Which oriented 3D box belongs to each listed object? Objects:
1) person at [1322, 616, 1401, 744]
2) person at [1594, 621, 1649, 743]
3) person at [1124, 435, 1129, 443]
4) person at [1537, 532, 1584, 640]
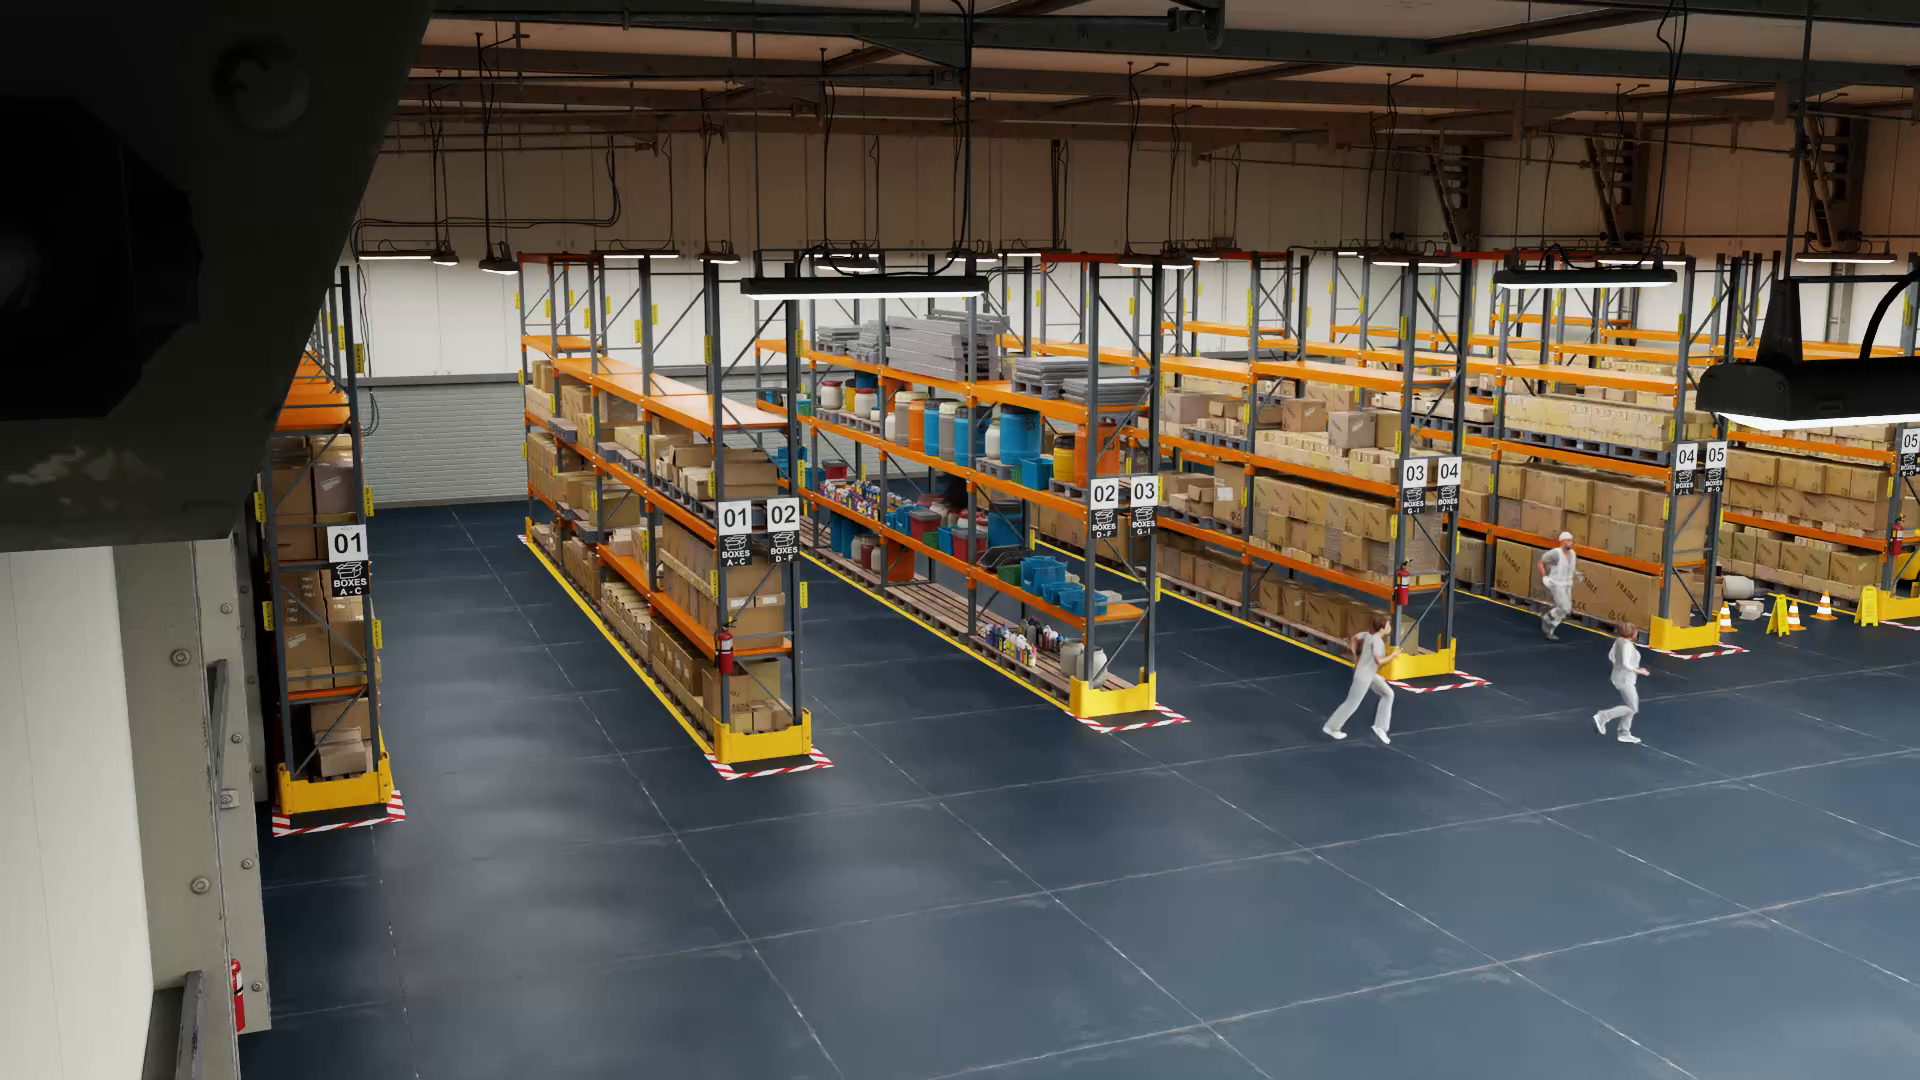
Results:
[{"bbox_3d":[5.041,1.757,20.871,0.915,1.652,0.560,2,11,11],"label":"person"},{"bbox_3d":[8.323,1.786,20.952,0.625,1.559,0.542,1,10,6],"label":"person"},{"bbox_3d":[4.063,-1.924,41.312,0.515,1.566,0.698,-5,12,-25],"label":"person"},{"bbox_3d":[9.501,0.731,26.198,0.663,1.736,0.561,-6,12,-28],"label":"person"}]
